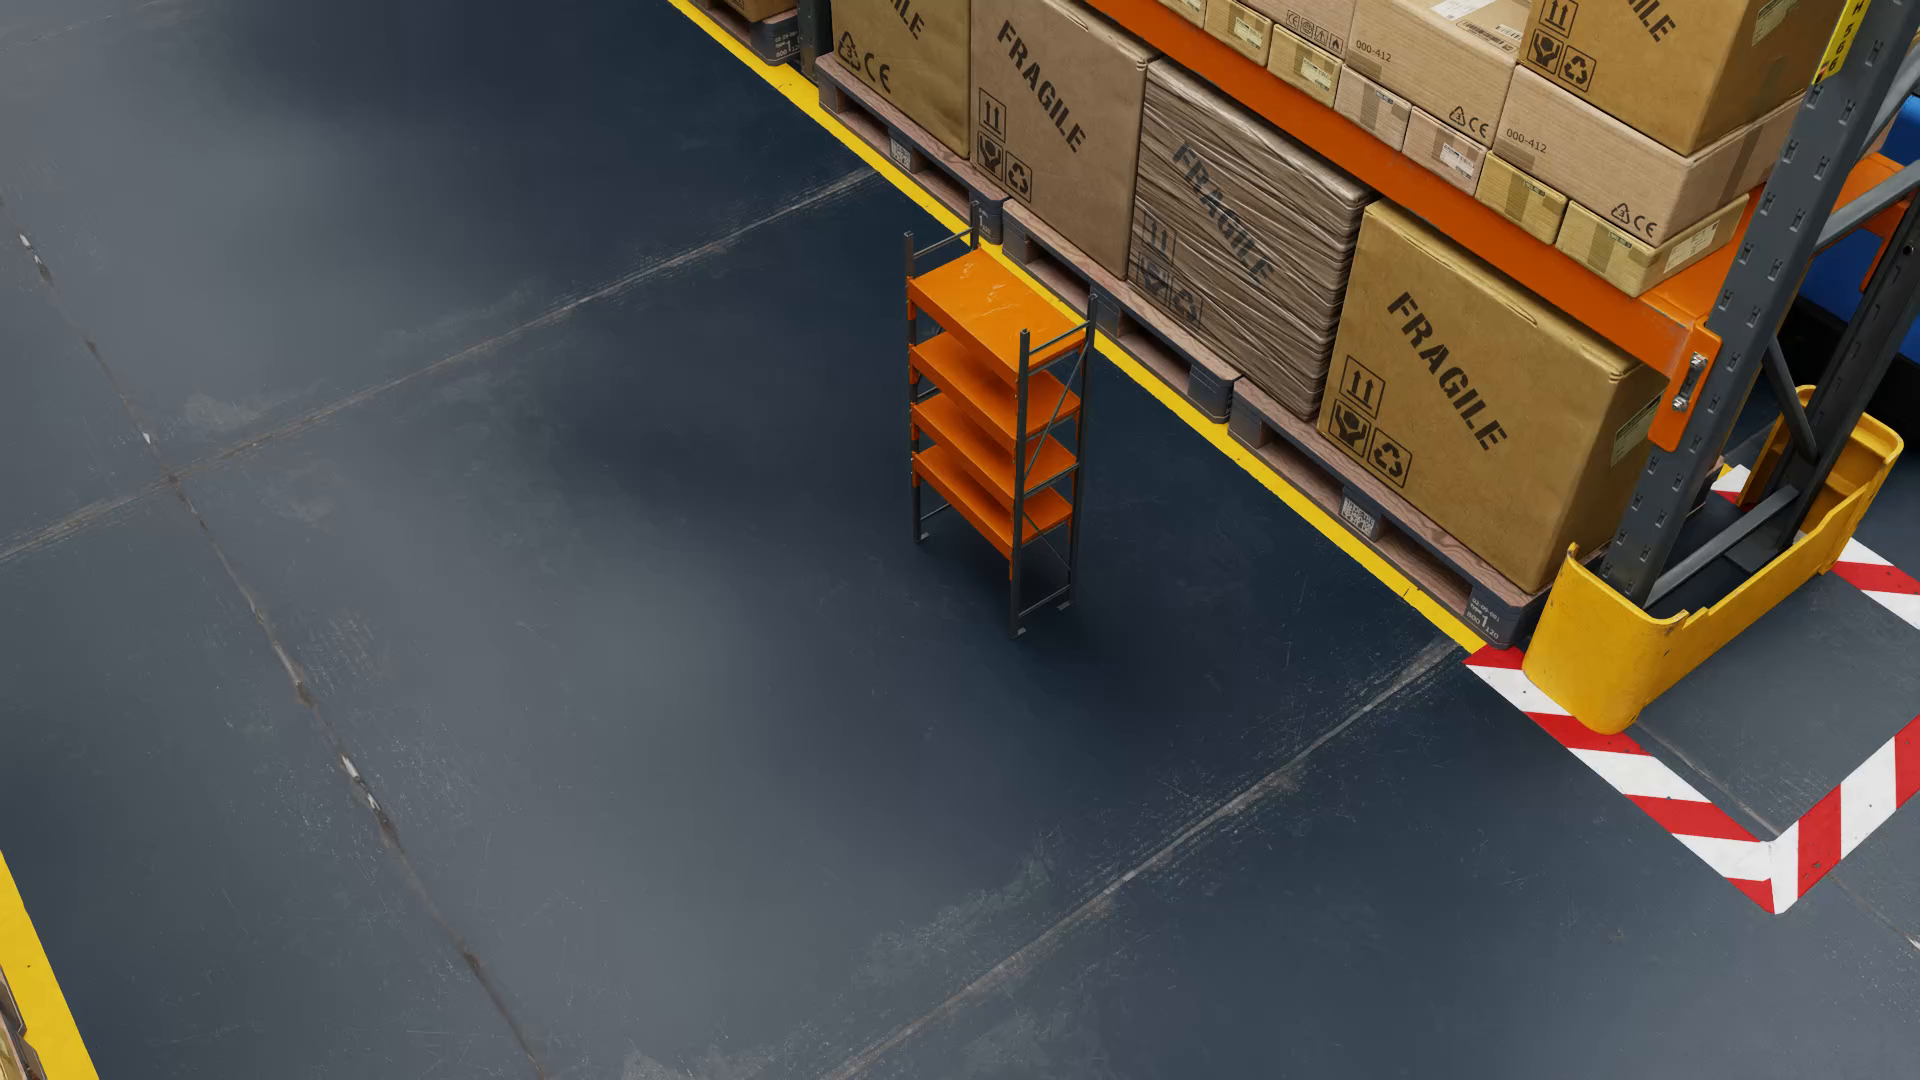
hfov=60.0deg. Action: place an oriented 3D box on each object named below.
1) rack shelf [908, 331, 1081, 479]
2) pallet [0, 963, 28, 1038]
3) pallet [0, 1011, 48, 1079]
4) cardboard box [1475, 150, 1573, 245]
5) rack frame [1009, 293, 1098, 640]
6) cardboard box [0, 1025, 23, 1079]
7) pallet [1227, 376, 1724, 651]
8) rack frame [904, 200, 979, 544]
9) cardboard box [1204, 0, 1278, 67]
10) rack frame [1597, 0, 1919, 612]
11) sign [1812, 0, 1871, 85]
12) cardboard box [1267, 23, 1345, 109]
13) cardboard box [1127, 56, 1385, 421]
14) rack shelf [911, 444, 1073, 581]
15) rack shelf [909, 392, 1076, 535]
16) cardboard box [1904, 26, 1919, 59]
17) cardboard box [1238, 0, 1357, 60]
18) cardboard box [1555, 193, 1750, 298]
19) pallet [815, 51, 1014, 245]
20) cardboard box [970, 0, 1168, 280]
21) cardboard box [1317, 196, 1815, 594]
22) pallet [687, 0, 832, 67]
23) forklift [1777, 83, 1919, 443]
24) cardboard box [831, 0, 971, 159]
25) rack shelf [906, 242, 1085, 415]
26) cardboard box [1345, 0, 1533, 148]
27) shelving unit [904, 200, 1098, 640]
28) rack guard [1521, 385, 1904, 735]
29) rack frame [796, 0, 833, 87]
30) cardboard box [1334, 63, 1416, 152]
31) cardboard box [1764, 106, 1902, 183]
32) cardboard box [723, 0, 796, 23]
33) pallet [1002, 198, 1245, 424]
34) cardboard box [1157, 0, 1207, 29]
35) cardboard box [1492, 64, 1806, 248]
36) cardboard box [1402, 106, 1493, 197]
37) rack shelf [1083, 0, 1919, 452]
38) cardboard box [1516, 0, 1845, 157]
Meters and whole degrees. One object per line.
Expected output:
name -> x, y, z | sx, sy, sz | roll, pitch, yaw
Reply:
rack shelf -> 0.100, -0.410, 4.601 | 0.258, 0.148, 0.480 | -29, 54, -24
pallet -> -3.067, 1.035, 4.169 | 1.003, 0.211, 1.213 | -29, 54, -24
pallet -> -2.333, 1.754, 3.518 | 1.003, 0.211, 1.213 | -29, 54, -24
cardboard box -> 1.549, -0.939, 4.246 | 0.380, 0.149, 0.250 | -29, 54, -24
rack frame -> 0.248, -0.162, 4.587 | 0.240, 1.200, 0.015 | -29, 54, -24
cardboard box -> -2.333, 1.260, 3.724 | 0.380, 0.149, 0.250 | -29, 54, -24
pallet -> 1.639, -0.308, 5.387 | 1.003, 0.211, 1.213 | -29, 54, -24
rack frame -> -0.048, -0.449, 4.847 | 0.240, 1.200, 0.015 | -29, 54, -24
cardboard box -> 0.931, -1.541, 4.792 | 0.380, 0.149, 0.250 | -29, 54, -24
rack frame -> 2.186, -0.808, 3.958 | 1.000, 3.000, 0.127 | -29, 54, -24
sign -> 1.745, -1.042, 3.228 | 0.100, 0.325, 0.005 | -29, 54, -24
cardboard box -> 1.088, -1.388, 4.653 | 0.380, 0.149, 0.250 | -31, 55, -25
cardboard box -> 1.183, -1.114, 5.386 | 0.875, 0.875, 0.875 | -29, 54, -24
rack shelf -> 0.100, -0.127, 4.914 | 0.258, 0.148, 0.480 | -29, 54, -24
rack shelf -> 0.100, -0.260, 4.767 | 0.258, 0.148, 0.480 | -29, 54, -24
cardboard box -> 2.110, -1.262, 4.270 | 0.500, 0.250, 0.500 | -31, 55, -25
cardboard box -> 1.066, -1.624, 4.598 | 0.500, 0.250, 0.500 | -31, 55, -25
cardboard box -> 1.708, -0.786, 4.108 | 0.380, 0.149, 0.250 | -28, 54, -23
pallet -> 0.162, -1.747, 6.691 | 1.003, 0.211, 1.213 | -29, 54, -24
cardboard box -> 0.645, -1.639, 5.862 | 0.875, 0.875, 0.875 | -29, 54, -24
cardboard box -> 1.734, -0.577, 4.899 | 0.875, 0.875, 0.875 | -29, 54, -24
pallet -> -0.763, -2.652, 7.511 | 1.003, 0.211, 1.213 | -29, 54, -24
forklift -> 2.748, -2.298, 5.355 | 1.130, 2.935, 3.031 | -29, 54, -24
cardboard box -> 0.100, -2.169, 6.343 | 0.875, 0.875, 0.875 | -29, 54, -24
rack shelf -> 0.100, -0.569, 4.426 | 0.258, 0.148, 0.480 | -29, 54, -24
cardboard box -> 1.374, -1.324, 4.326 | 0.500, 0.250, 0.500 | -30, 55, -25
shelving unit -> 0.100, -0.305, 4.717 | 0.258, 1.200, 0.503 | -29, 54, -24
rack guard -> 2.200, 0.045, 4.872 | 1.175, 0.500, 0.348 | -29, 54, -24
rack frame -> -0.236, -3.167, 6.096 | 1.000, 3.000, 0.127 | -29, 54, -24
cardboard box -> 1.247, -1.236, 4.515 | 0.380, 0.149, 0.250 | -29, 54, -23
cardboard box -> 2.233, -1.081, 4.375 | 0.380, 0.149, 0.250 | -29, 54, -24
cardboard box -> -0.640, -2.963, 7.062 | 1.225, 0.875, 0.875 | -29, 54, -24
pallet -> 0.905, -1.027, 6.039 | 1.003, 0.211, 1.213 | -29, 54, -24
cardboard box -> 0.783, -1.688, 4.925 | 0.380, 0.149, 0.250 | -28, 54, -23
cardboard box -> 1.681, -1.025, 4.055 | 0.500, 0.250, 0.500 | -30, 55, -25
cardboard box -> 1.397, -1.088, 4.381 | 0.380, 0.149, 0.250 | -29, 54, -24
rack shelf -> 0.975, -1.746, 5.294 | 1.077, 0.370, 4.000 | -29, 54, -24
cardboard box -> 1.681, -1.279, 3.779 | 0.500, 0.500, 0.500 | -29, 54, -24
